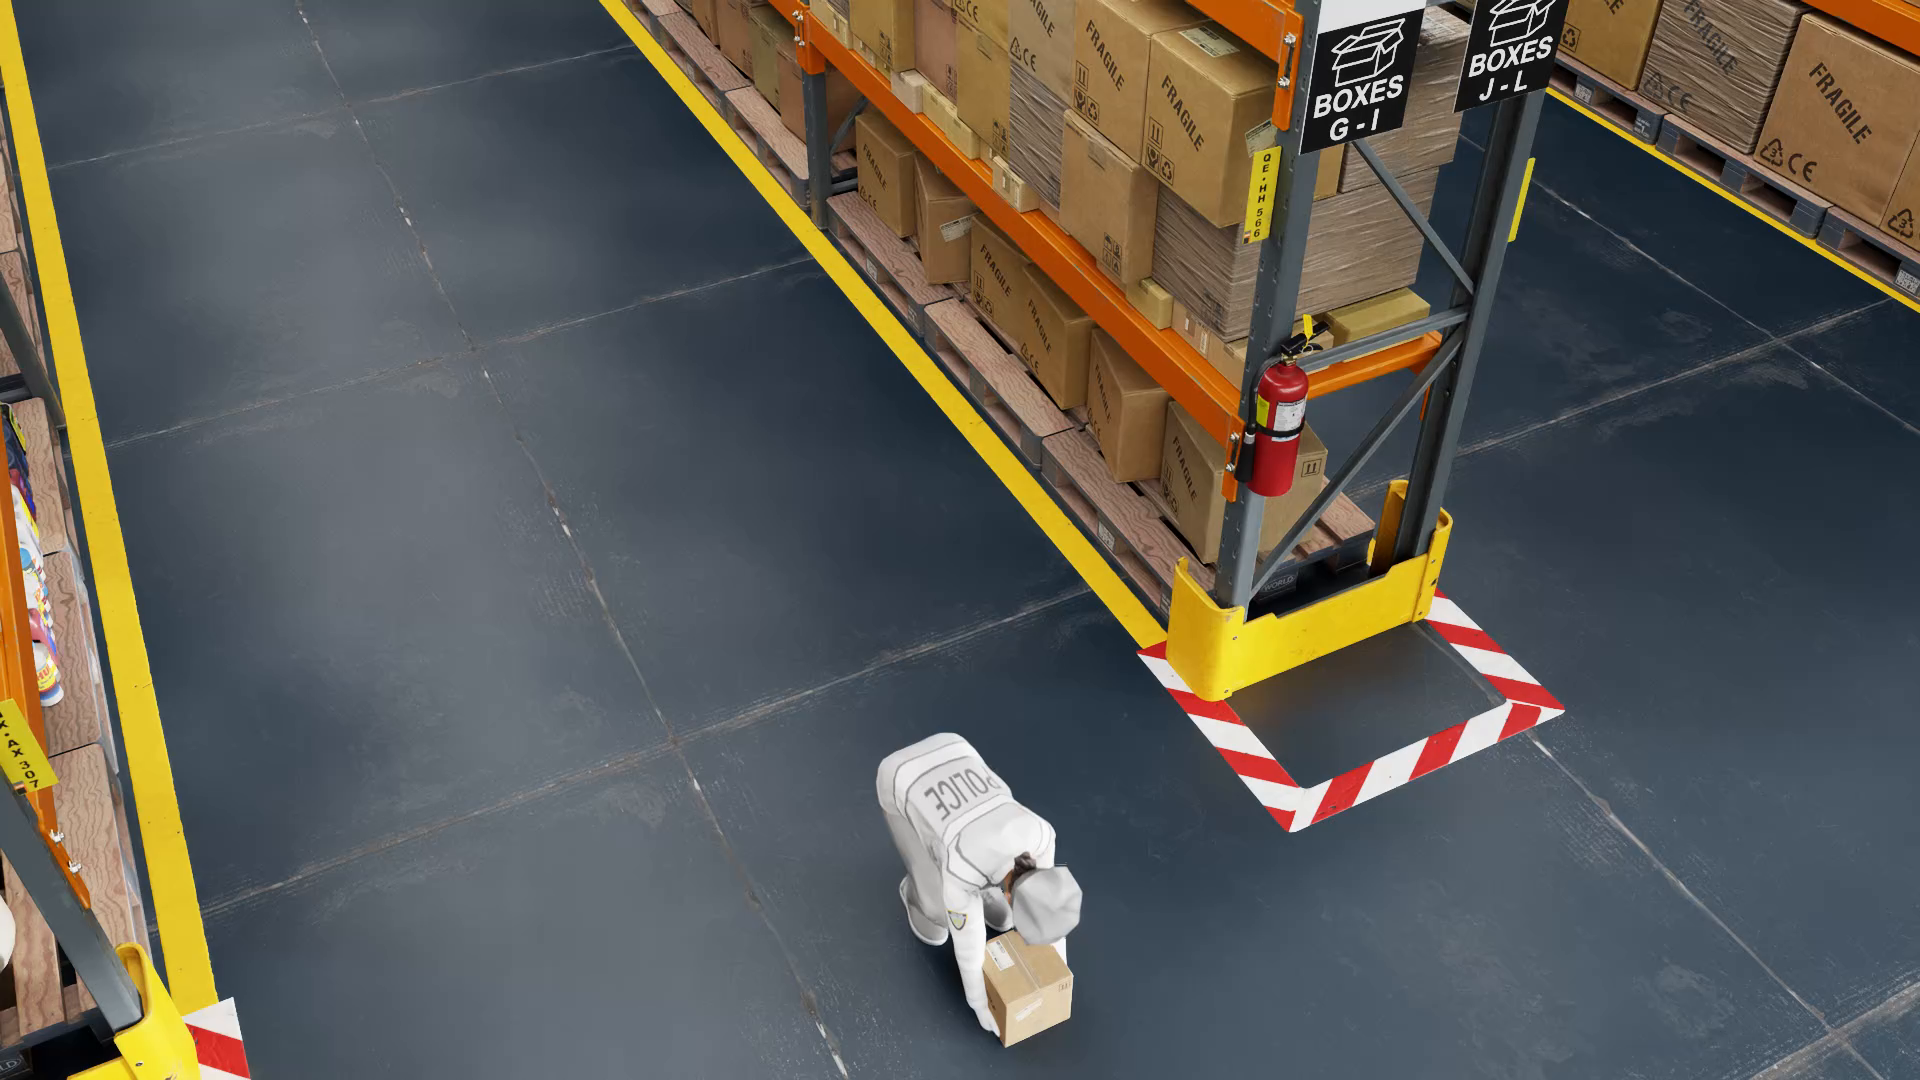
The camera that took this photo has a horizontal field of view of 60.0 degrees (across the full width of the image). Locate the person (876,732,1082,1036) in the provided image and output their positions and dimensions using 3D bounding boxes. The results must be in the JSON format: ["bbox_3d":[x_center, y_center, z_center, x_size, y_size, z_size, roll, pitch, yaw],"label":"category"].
[{"bbox_3d":[0.059,1.125,5.592,0.448,0.761,0.914,-20,45,-21],"label":"person"}]
